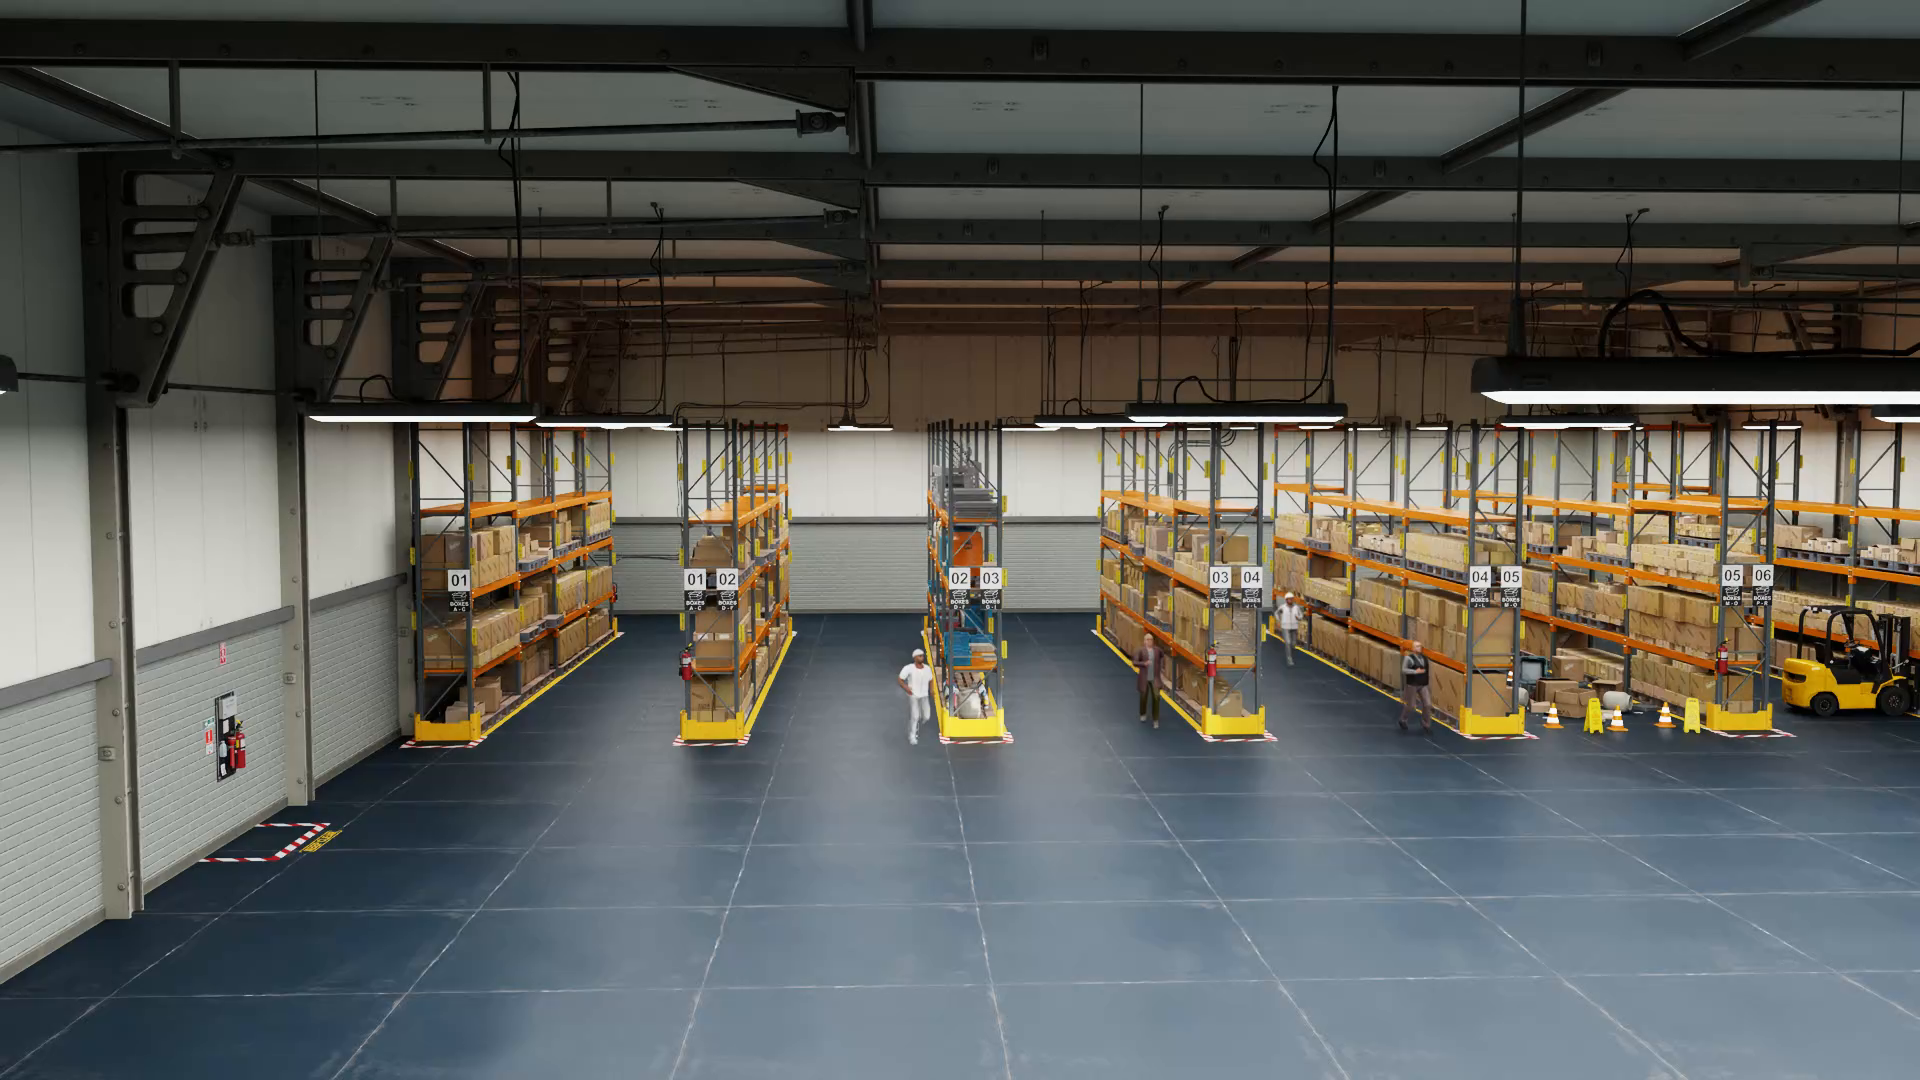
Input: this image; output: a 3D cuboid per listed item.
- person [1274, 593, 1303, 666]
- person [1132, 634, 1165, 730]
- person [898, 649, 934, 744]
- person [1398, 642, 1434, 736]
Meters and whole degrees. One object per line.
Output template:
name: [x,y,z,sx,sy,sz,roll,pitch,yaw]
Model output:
person: [8.147,2.183,41.096,0.656,1.758,0.949,0,4,-6]
person: [3.693,2.747,32.535,0.677,1.846,0.865,0,4,-2]
person: [-0.769,2.895,30.776,0.732,1.732,0.508,-2,4,-26]
person: [8.704,2.828,31.752,0.652,1.791,0.773,-1,4,-17]
